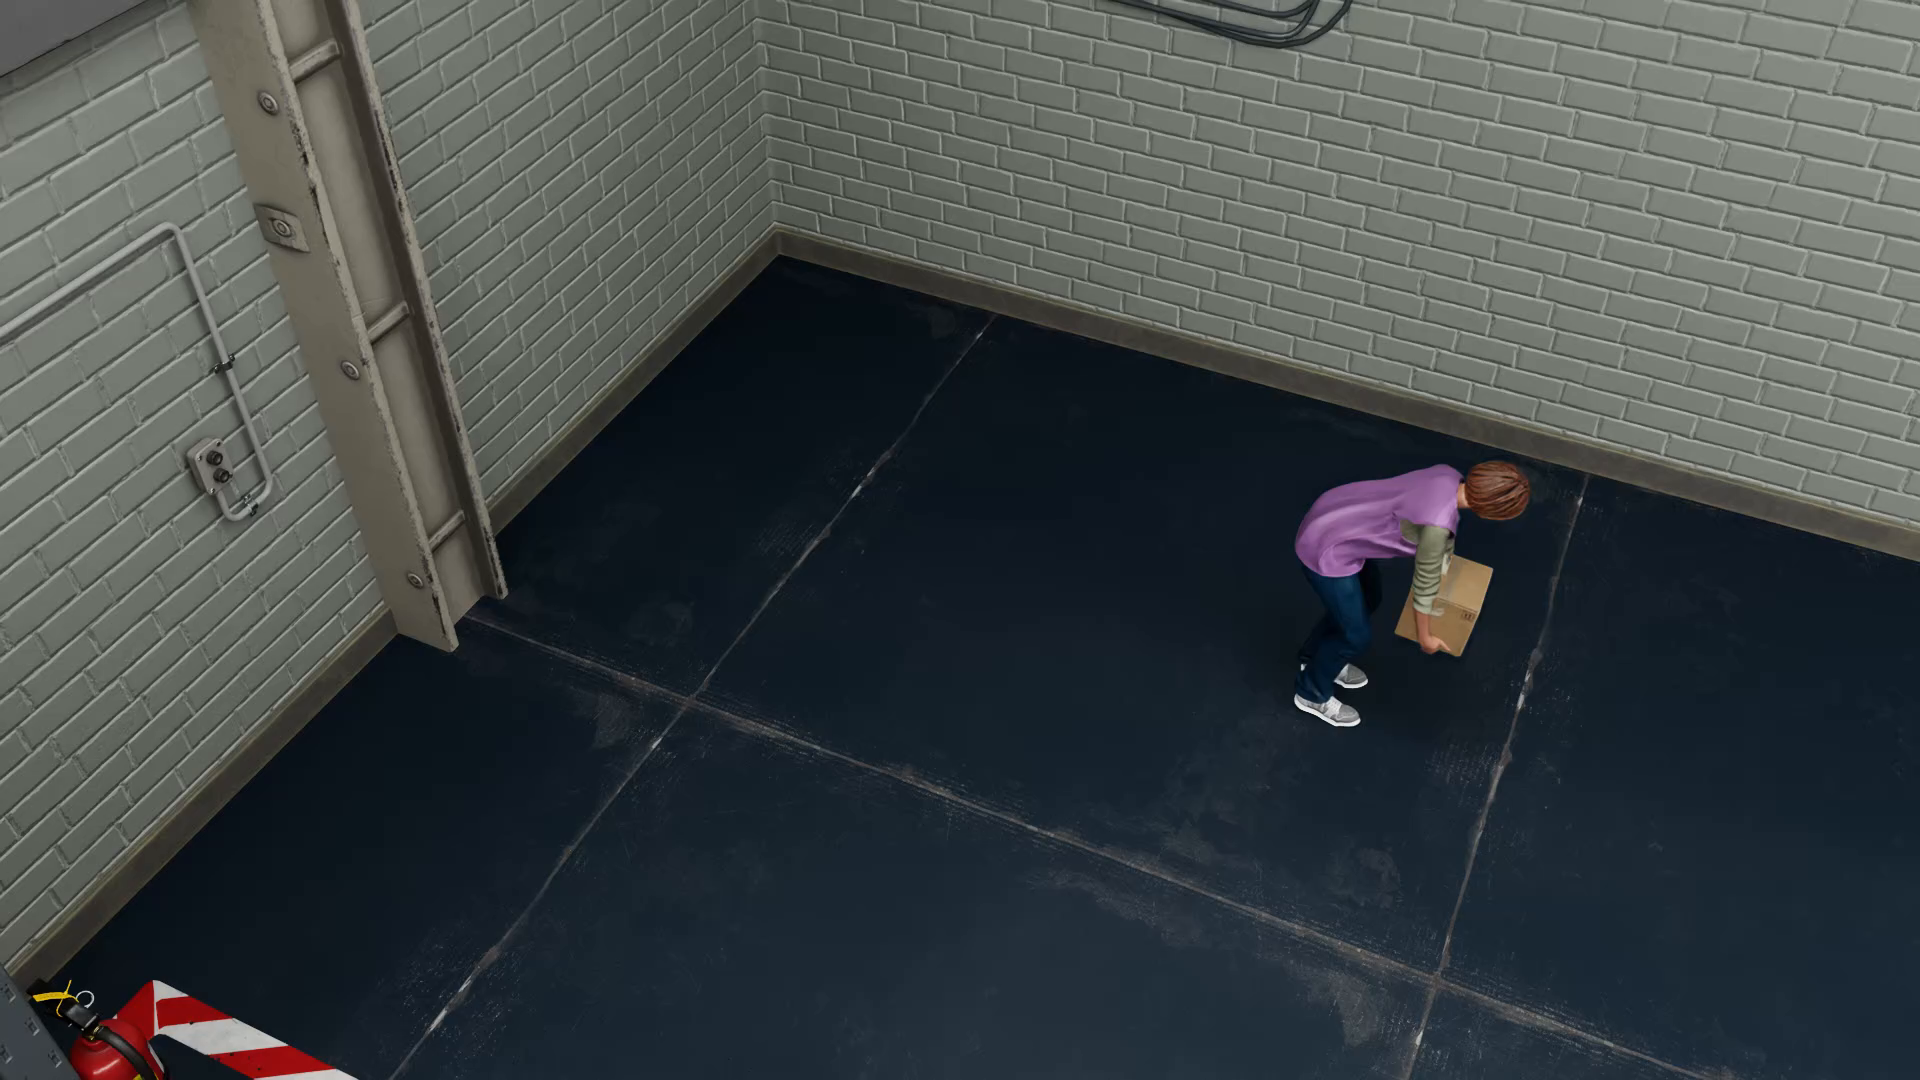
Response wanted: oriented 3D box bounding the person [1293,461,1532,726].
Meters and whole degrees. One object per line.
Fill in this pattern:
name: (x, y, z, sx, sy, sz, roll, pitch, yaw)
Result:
person: (1.604, 0.180, 6.183, 0.757, 1.316, 0.380, 16, 45, 17)
